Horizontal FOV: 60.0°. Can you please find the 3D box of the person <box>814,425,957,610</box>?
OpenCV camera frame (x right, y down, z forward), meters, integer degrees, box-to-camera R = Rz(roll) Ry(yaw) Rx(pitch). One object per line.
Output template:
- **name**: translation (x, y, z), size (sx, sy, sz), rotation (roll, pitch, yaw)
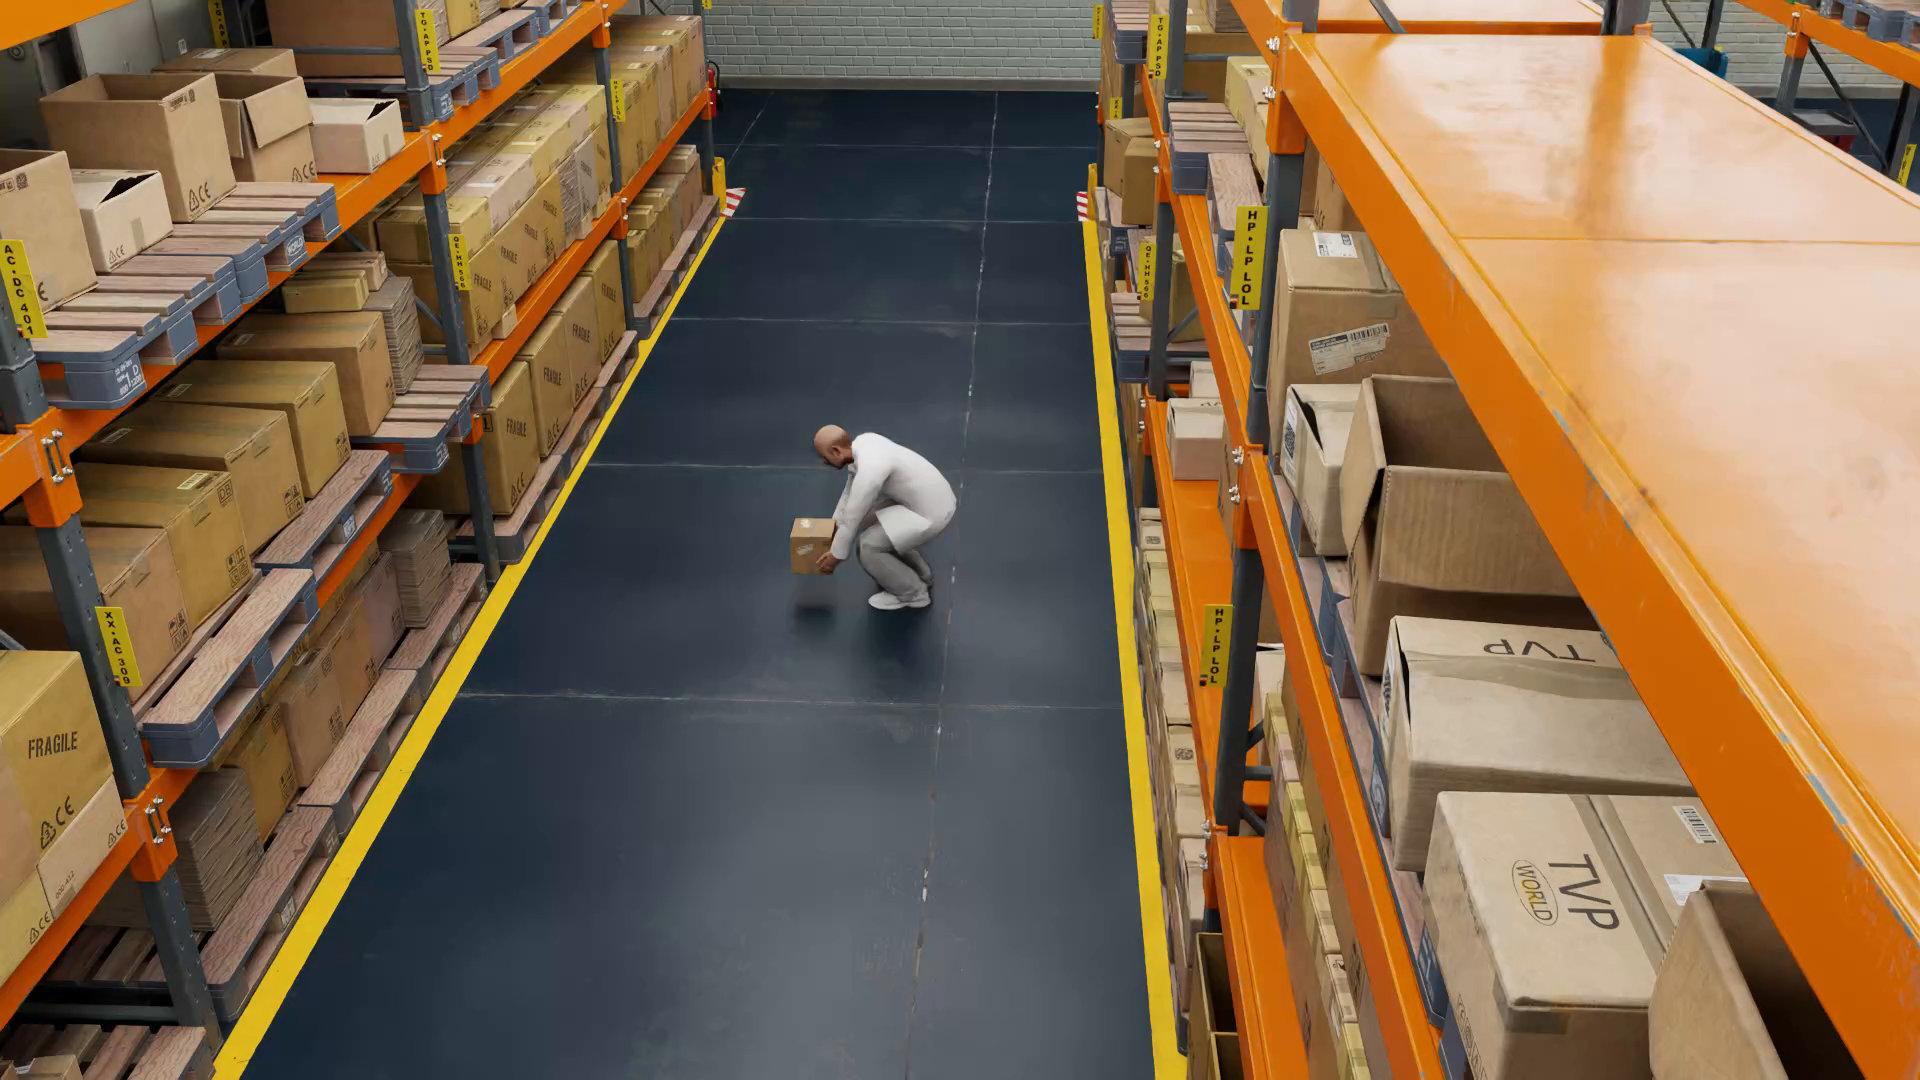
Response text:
- **person**: translation (-0.447, -0.162, 9.873), size (0.851, 1.144, 0.619), rotation (1, 28, 2)
